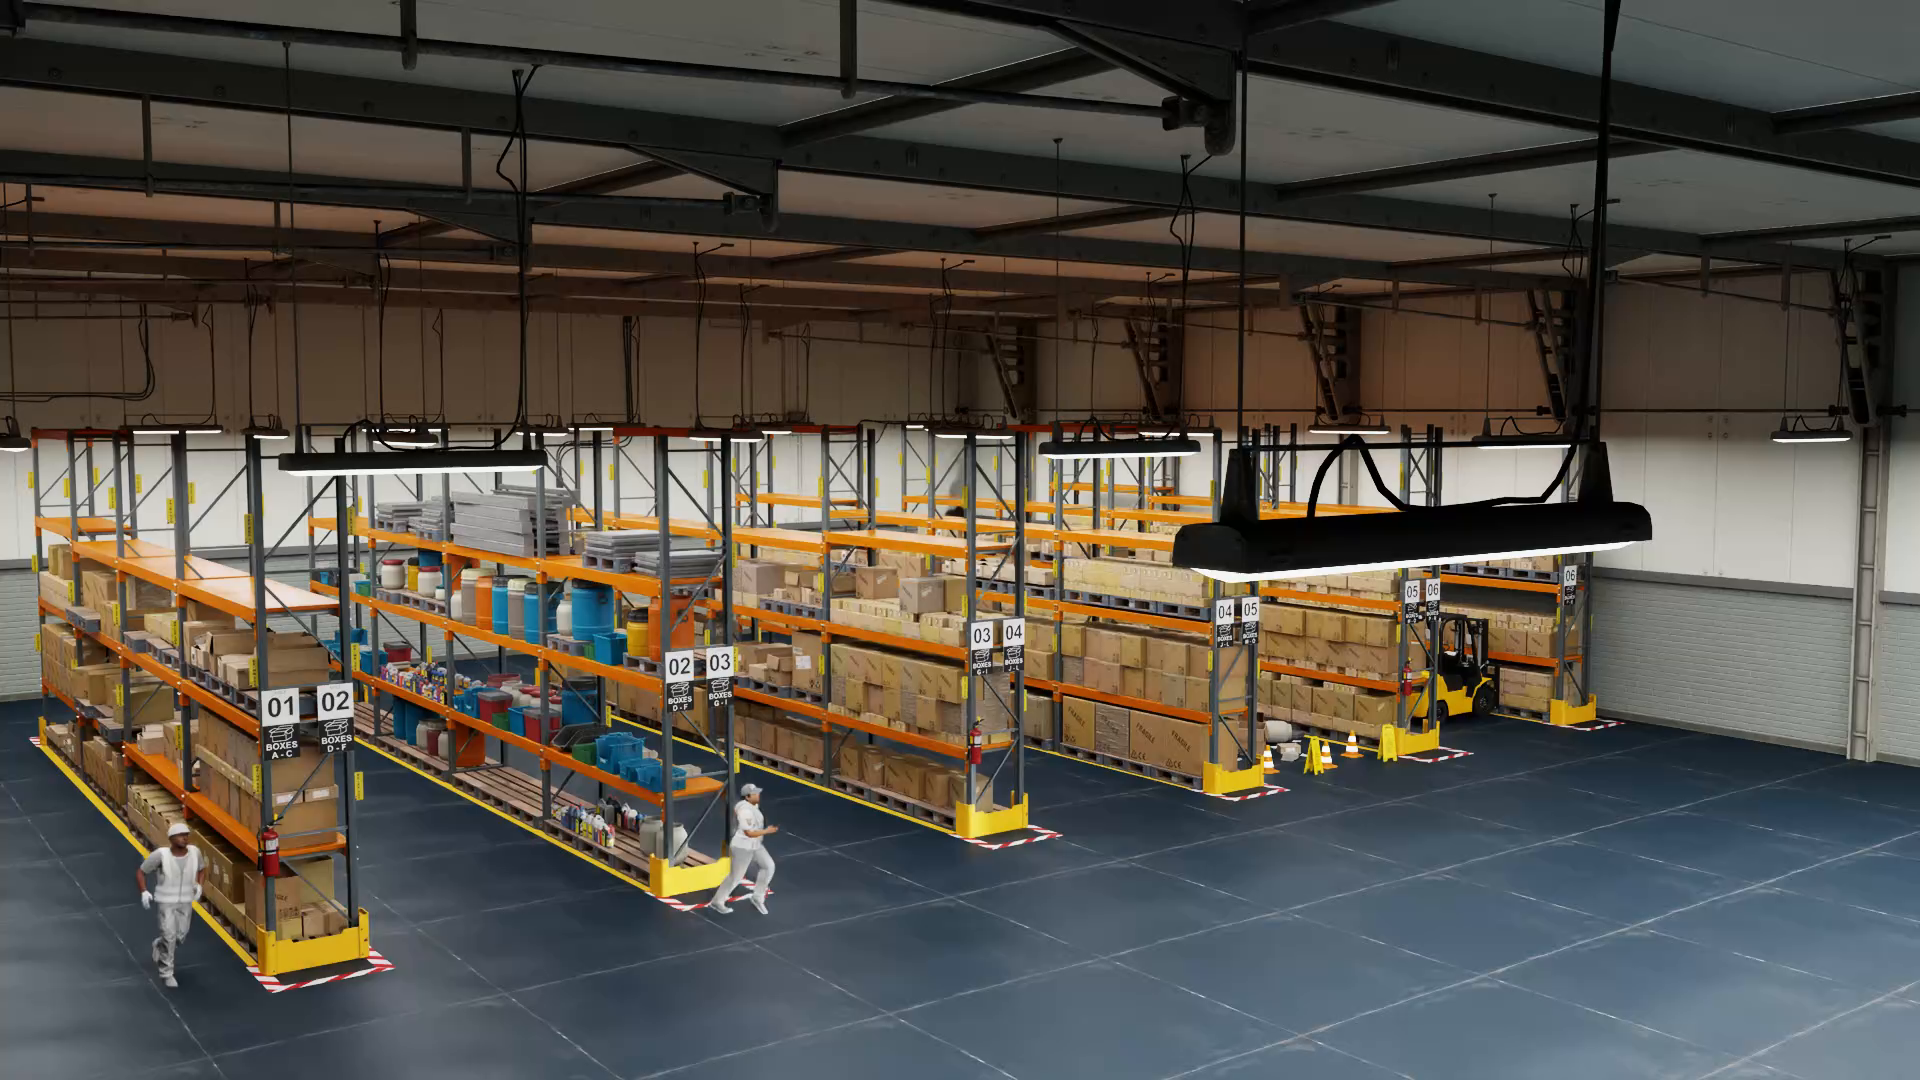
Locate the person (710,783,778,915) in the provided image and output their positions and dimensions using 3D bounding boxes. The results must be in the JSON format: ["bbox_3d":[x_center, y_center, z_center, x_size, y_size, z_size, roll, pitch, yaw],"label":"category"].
[{"bbox_3d":[-2.681,3.876,20.806,0.862,1.700,0.614,1,5,7],"label":"person"}]

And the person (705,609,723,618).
[{"bbox_3d":[-6.059,2.204,41.653,0.708,1.736,0.678,1,5,8],"label":"person"}]

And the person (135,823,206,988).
[{"bbox_3d":[-8.776,4.026,18.547,0.781,1.767,0.732,4,6,43],"label":"person"}]
